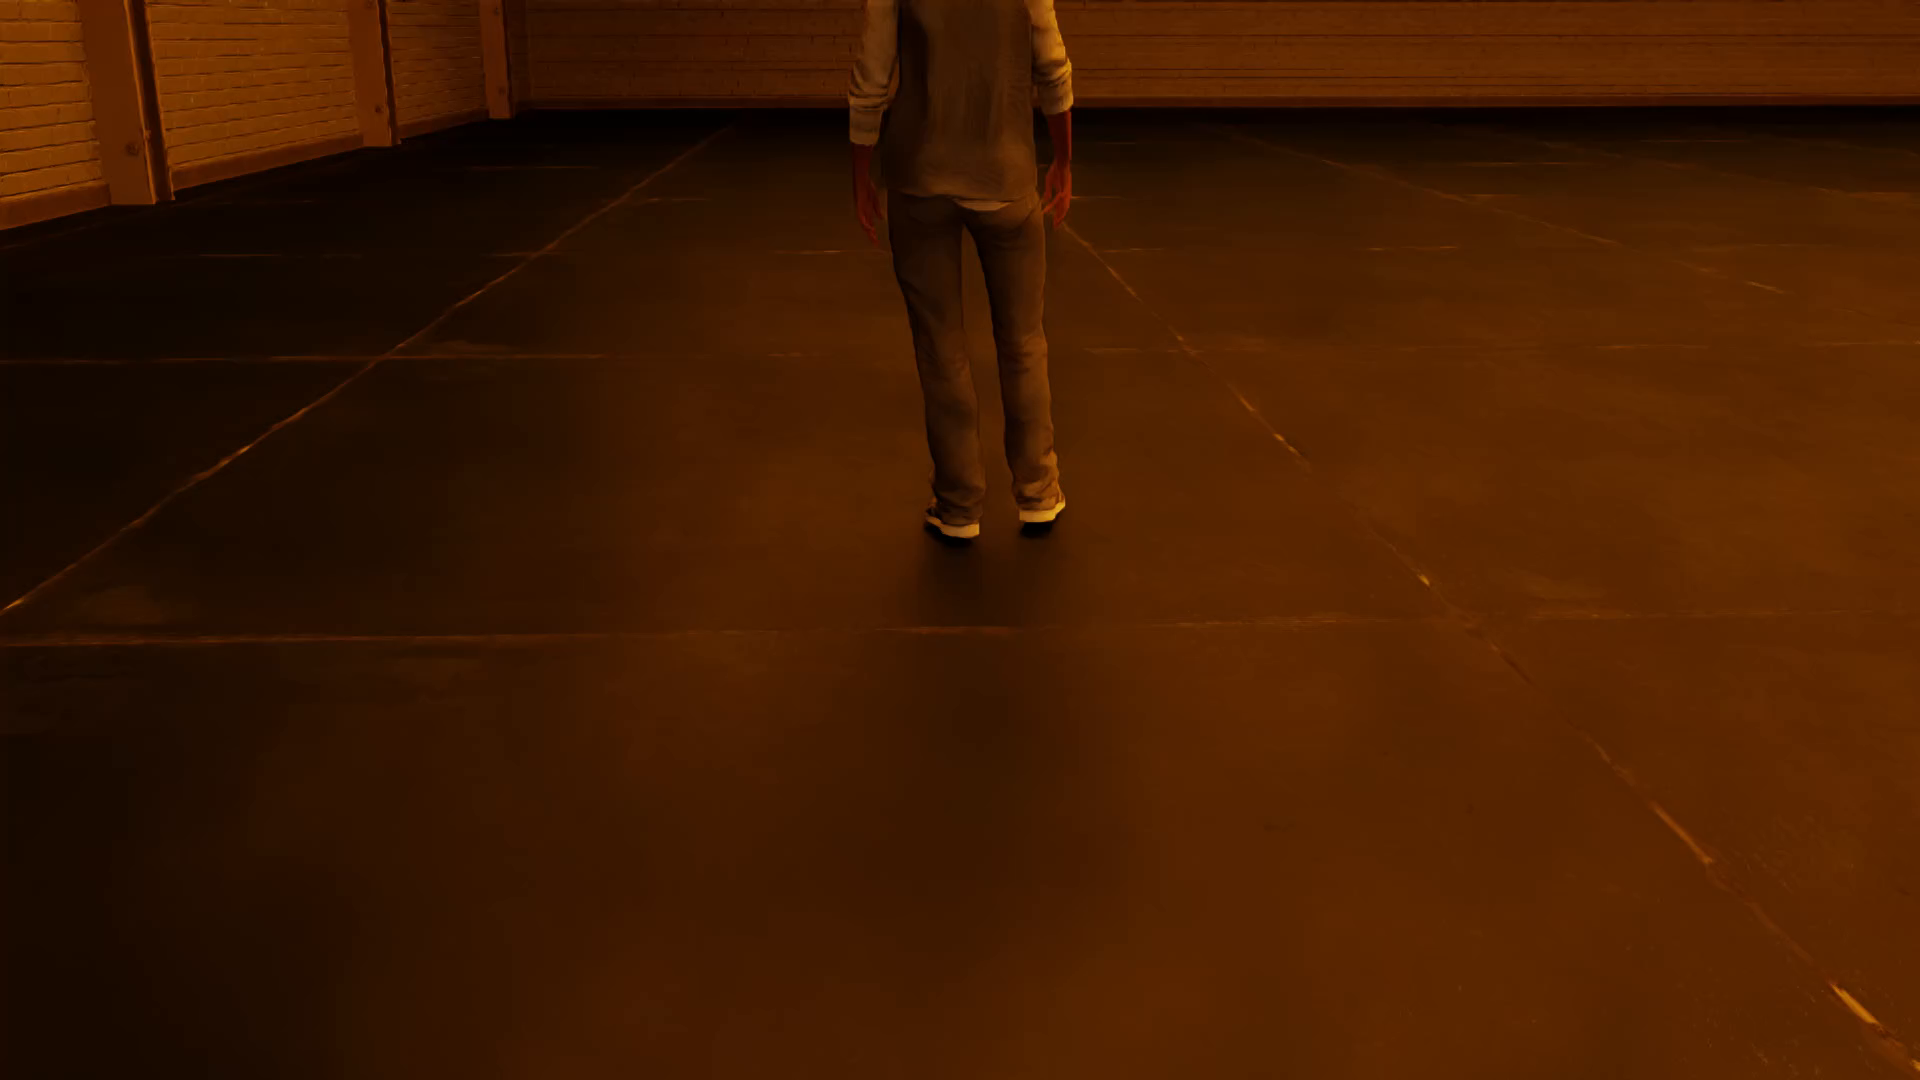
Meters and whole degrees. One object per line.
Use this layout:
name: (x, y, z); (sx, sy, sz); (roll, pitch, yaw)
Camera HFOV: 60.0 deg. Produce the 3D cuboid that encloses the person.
person: (0.010, -0.792, 3.754); (0.521, 1.597, 0.474); (-1, 17, -3)
